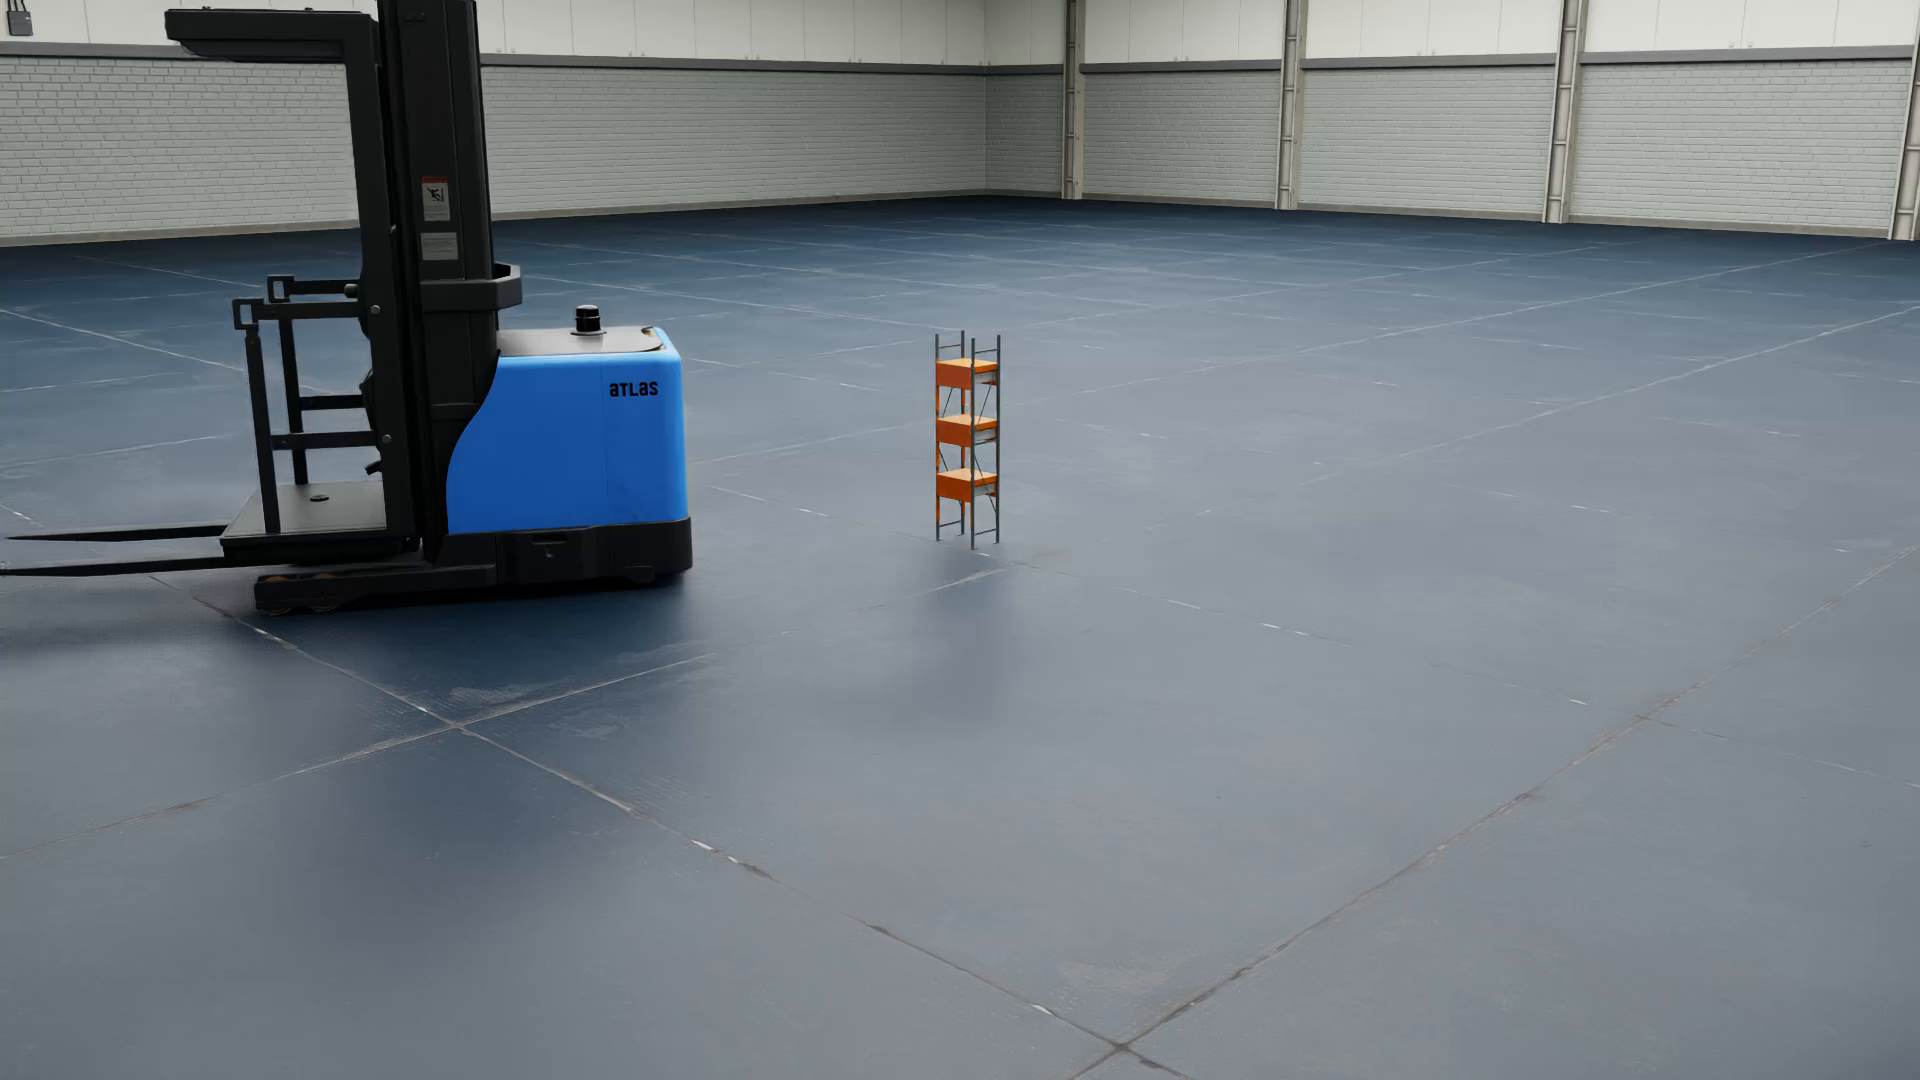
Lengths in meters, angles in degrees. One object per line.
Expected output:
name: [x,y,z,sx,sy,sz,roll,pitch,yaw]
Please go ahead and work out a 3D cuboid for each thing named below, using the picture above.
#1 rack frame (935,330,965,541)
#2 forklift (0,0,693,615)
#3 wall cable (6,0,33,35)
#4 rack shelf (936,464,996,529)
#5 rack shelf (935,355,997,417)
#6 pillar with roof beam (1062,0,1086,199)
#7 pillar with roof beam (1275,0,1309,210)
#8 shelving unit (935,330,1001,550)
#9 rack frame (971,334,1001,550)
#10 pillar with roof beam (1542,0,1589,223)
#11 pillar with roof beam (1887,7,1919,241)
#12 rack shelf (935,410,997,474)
rack frame: [-0.049,-0.520,8.346,0.008,1.050,0.200,14,20,42]
forklift: [-2.810,-1.240,7.379,3.031,2.935,1.130,-4,15,-14]
wall cable: [-13.800,-10.889,25.631,0.169,6.003,2.305,14,20,42]
rack shelf: [0.039,-0.219,8.337,0.240,0.259,0.215,14,20,42]
rack shelf: [0.039,-0.763,8.195,0.240,0.259,0.215,14,20,42]
pillar with roof beam: [-0.321,-11.704,35.502,0.400,9.000,9.100,14,20,42]
pillar with roof beam: [3.998,-10.653,31.472,0.400,9.000,9.100,14,20,42]
shelving unit: [0.039,-0.499,8.264,0.252,1.050,0.215,14,20,42]
rack frame: [0.126,-0.477,8.182,0.008,1.050,0.200,14,20,42]
pillar with roof beam: [8.317,-9.603,27.442,0.400,9.000,9.100,14,20,42]
pillar with roof beam: [12.636,-8.553,23.412,0.400,9.000,9.100,14,20,42]
rack shelf: [0.039,-0.488,8.266,0.240,0.259,0.215,14,20,42]
